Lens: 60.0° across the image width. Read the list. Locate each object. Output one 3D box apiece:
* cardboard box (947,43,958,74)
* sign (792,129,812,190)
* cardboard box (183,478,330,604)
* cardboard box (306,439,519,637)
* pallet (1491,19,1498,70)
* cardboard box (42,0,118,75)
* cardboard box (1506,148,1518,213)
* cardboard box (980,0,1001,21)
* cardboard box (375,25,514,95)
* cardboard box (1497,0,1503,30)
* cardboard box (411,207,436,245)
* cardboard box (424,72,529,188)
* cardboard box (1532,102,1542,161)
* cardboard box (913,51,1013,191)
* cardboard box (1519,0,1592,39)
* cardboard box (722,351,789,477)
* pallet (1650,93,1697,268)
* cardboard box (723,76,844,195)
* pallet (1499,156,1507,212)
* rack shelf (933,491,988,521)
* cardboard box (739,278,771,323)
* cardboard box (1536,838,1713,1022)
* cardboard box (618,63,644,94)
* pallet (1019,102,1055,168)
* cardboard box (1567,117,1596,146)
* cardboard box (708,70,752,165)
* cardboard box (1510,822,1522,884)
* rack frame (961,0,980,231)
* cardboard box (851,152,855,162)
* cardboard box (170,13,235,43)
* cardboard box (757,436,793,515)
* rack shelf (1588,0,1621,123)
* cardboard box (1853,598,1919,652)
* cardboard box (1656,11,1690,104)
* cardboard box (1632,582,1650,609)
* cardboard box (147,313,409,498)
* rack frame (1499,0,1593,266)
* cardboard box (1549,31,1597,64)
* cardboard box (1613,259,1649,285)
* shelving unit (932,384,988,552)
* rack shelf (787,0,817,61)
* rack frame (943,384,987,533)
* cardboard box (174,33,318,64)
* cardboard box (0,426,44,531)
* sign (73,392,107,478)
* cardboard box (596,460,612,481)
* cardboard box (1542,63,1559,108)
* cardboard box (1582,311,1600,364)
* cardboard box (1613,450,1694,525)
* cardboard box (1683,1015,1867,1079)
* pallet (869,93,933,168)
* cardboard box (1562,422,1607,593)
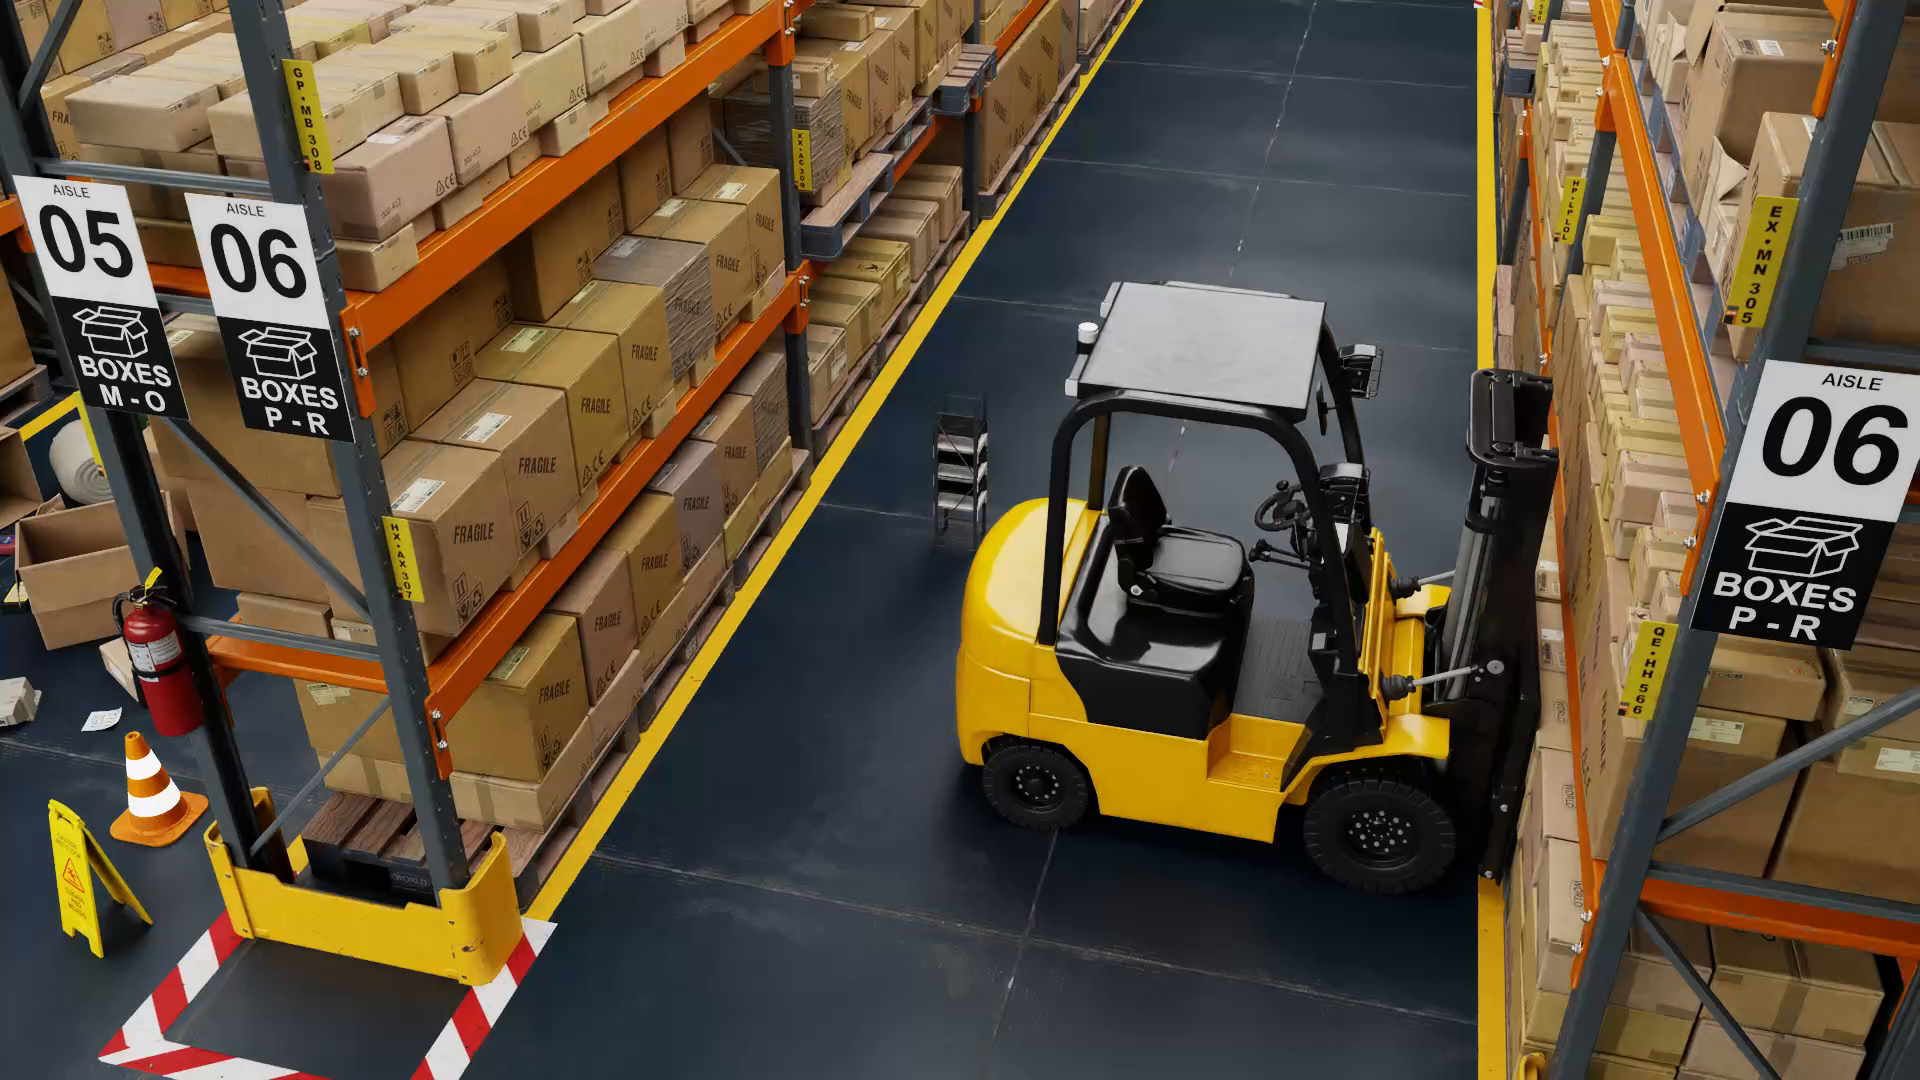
[{"bbox_3d":[-0.227,-3.377,11.609,0.380,0.149,0.250,8,33,12],"label":"cardboard box"},{"bbox_3d":[-0.841,-2.014,8.814,0.100,0.325,0.005,8,33,12],"label":"sign"},{"bbox_3d":[-2.512,-0.129,6.287,0.500,0.500,0.500,7,33,12],"label":"cardboard box"},{"bbox_3d":[-1.994,-0.018,6.112,0.500,0.500,0.500,8,33,12],"label":"cardboard box"},{"bbox_3d":[5.948,-5.010,16.934,1.003,0.211,1.213,8,33,12],"label":"pallet"},{"bbox_3d":[-5.932,-3.329,10.666,0.700,0.500,0.500,7,33,12],"label":"cardboard box"},{"bbox_3d":[4.486,-2.749,12.717,0.500,0.500,0.500,8,33,12],"label":"cardboard box"},{"bbox_3d":[0.015,-4.171,12.689,0.500,0.250,0.500,8,33,12],"label":"cardboard box"},{"bbox_3d":[-1.788,-1.670,5.776,0.380,0.149,0.250,8,33,12],"label":"cardboard box"},{"bbox_3d":[5.747,-5.390,16.871,0.500,0.500,0.500,9,33,13],"label":"cardboard box"},{"bbox_3d":[-2.004,-1.079,5.589,0.380,0.149,0.250,7,33,11],"label":"cardboard box"},{"bbox_3d":[-1.860,-1.455,5.810,0.500,0.250,0.500,8,33,12],"label":"cardboard box"},{"bbox_3d":[3.968,-2.599,10.683,0.500,0.250,0.500,7,33,11],"label":"cardboard box"},{"bbox_3d":[-0.097,-3.422,13.425,0.875,0.875,0.875,8,33,12],"label":"cardboard box"},{"bbox_3d":[4.404,-3.825,12.220,0.500,0.250,0.500,6,33,10],"label":"cardboard box"},{"bbox_3d":[-1.258,-0.708,9.040,0.500,0.500,0.500,8,33,12],"label":"cardboard box"},{"bbox_3d":[2.931,-1.196,5.621,1.003,0.211,1.213,8,33,12],"label":"pallet"},{"bbox_3d":[-0.971,-2.267,9.259,0.500,0.500,0.500,9,33,14],"label":"cardboard box"},{"bbox_3d":[4.987,-2.957,13.704,1.003,0.211,1.213,8,33,12],"label":"pallet"},{"bbox_3d":[0.002,-0.204,9.130,0.258,0.077,0.200,8,33,12],"label":"rack shelf"},{"bbox_3d":[-1.211,-1.273,8.691,0.380,0.149,0.250,9,33,13],"label":"cardboard box"},{"bbox_3d":[2.235,1.311,5.631,0.500,0.250,0.500,9,34,14],"label":"cardboard box"},{"bbox_3d":[-1.575,-2.017,7.066,0.380,0.149,0.250,9,33,13],"label":"cardboard box"},{"bbox_3d":[0.232,-3.647,14.790,1.003,0.211,1.213,8,33,12],"label":"pallet"},{"bbox_3d":[3.602,-2.235,9.272,0.380,0.149,0.250,8,33,13],"label":"cardboard box"},{"bbox_3d":[-1.472,-2.334,9.364,0.500,0.500,0.500,7,33,11],"label":"cardboard box"},{"bbox_3d":[2.504,1.213,6.718,0.500,0.250,0.500,8,33,13],"label":"cardboard box"},{"bbox_3d":[-0.353,-3.794,12.422,1.000,3.000,0.127,8,33,12],"label":"rack frame"},{"bbox_3d":[-0.852,-2.319,9.945,0.380,0.149,0.250,10,34,15],"label":"cardboard box"},{"bbox_3d":[-5.402,-3.403,11.713,0.500,0.500,0.500,9,33,13],"label":"cardboard box"},{"bbox_3d":[-1.258,-0.392,9.242,0.500,0.250,0.500,10,34,15],"label":"cardboard box"},{"bbox_3d":[3.942,-3.044,9.117,1.077,0.370,4.000,8,33,12],"label":"rack shelf"},{"bbox_3d":[2.839,0.315,4.983,0.380,0.149,0.250,9,34,14],"label":"cardboard box"},{"bbox_3d":[2.764,-1.744,6.042,0.396,0.266,0.258,7,33,11],"label":"cardboard box"},{"bbox_3d":[2.398,0.234,5.387,0.380,0.149,0.250,9,33,13],"label":"cardboard box"},{"bbox_3d":[-2.464,-0.527,5.980,0.700,0.500,0.500,7,33,11],"label":"cardboard box"},{"bbox_3d":[4.450,-3.120,11.362,1.000,3.000,0.127,8,33,12],"label":"rack frame"},{"bbox_3d":[4.017,-3.172,10.746,0.380,0.149,0.250,9,33,13],"label":"cardboard box"},{"bbox_3d":[3.032,-1.079,7.177,0.380,0.149,0.250,7,33,11],"label":"cardboard box"},{"bbox_3d":[0.002,-0.384,9.015,0.258,0.900,0.210,8,33,12],"label":"shelving unit"},{"bbox_3d":[-0.860,-3.718,10.177,1.077,0.370,4.000,8,33,12],"label":"rack shelf"},{"bbox_3d":[0.028,-0.437,9.098,0.240,0.900,0.006,8,33,12],"label":"rack frame"},{"bbox_3d":[-2.433,-1.618,5.694,0.380,0.149,0.250,8,33,12],"label":"cardboard box"},{"bbox_3d":[-5.583,-0.341,9.317,0.500,0.500,0.500,14,35,21],"label":"cardboard box"},{"bbox_3d":[-2.915,-0.350,5.631,0.100,0.325,0.005,8,33,12],"label":"sign"},{"bbox_3d":[-1.749,-0.354,7.245,0.380,0.149,0.250,9,34,14],"label":"cardboard box"},{"bbox_3d":[3.972,-2.811,10.550,0.500,0.250,0.500,9,34,14],"label":"cardboard box"},{"bbox_3d":[2.861,-0.839,7.076,0.380,0.149,0.250,9,33,13],"label":"cardboard box"},{"bbox_3d":[2.473,-0.166,5.739,0.380,0.149,0.250,9,33,14],"label":"cardboard box"},{"bbox_3d":[2.740,1.588,5.662,0.500,0.250,0.500,9,33,13],"label":"cardboard box"},{"bbox_3d":[-0.815,-2.680,10.849,1.003,0.211,1.213,8,33,12],"label":"pallet"},{"bbox_3d":[2.678,-0.098,6.515,0.500,0.500,0.500,8,33,13],"label":"cardboard box"}]
